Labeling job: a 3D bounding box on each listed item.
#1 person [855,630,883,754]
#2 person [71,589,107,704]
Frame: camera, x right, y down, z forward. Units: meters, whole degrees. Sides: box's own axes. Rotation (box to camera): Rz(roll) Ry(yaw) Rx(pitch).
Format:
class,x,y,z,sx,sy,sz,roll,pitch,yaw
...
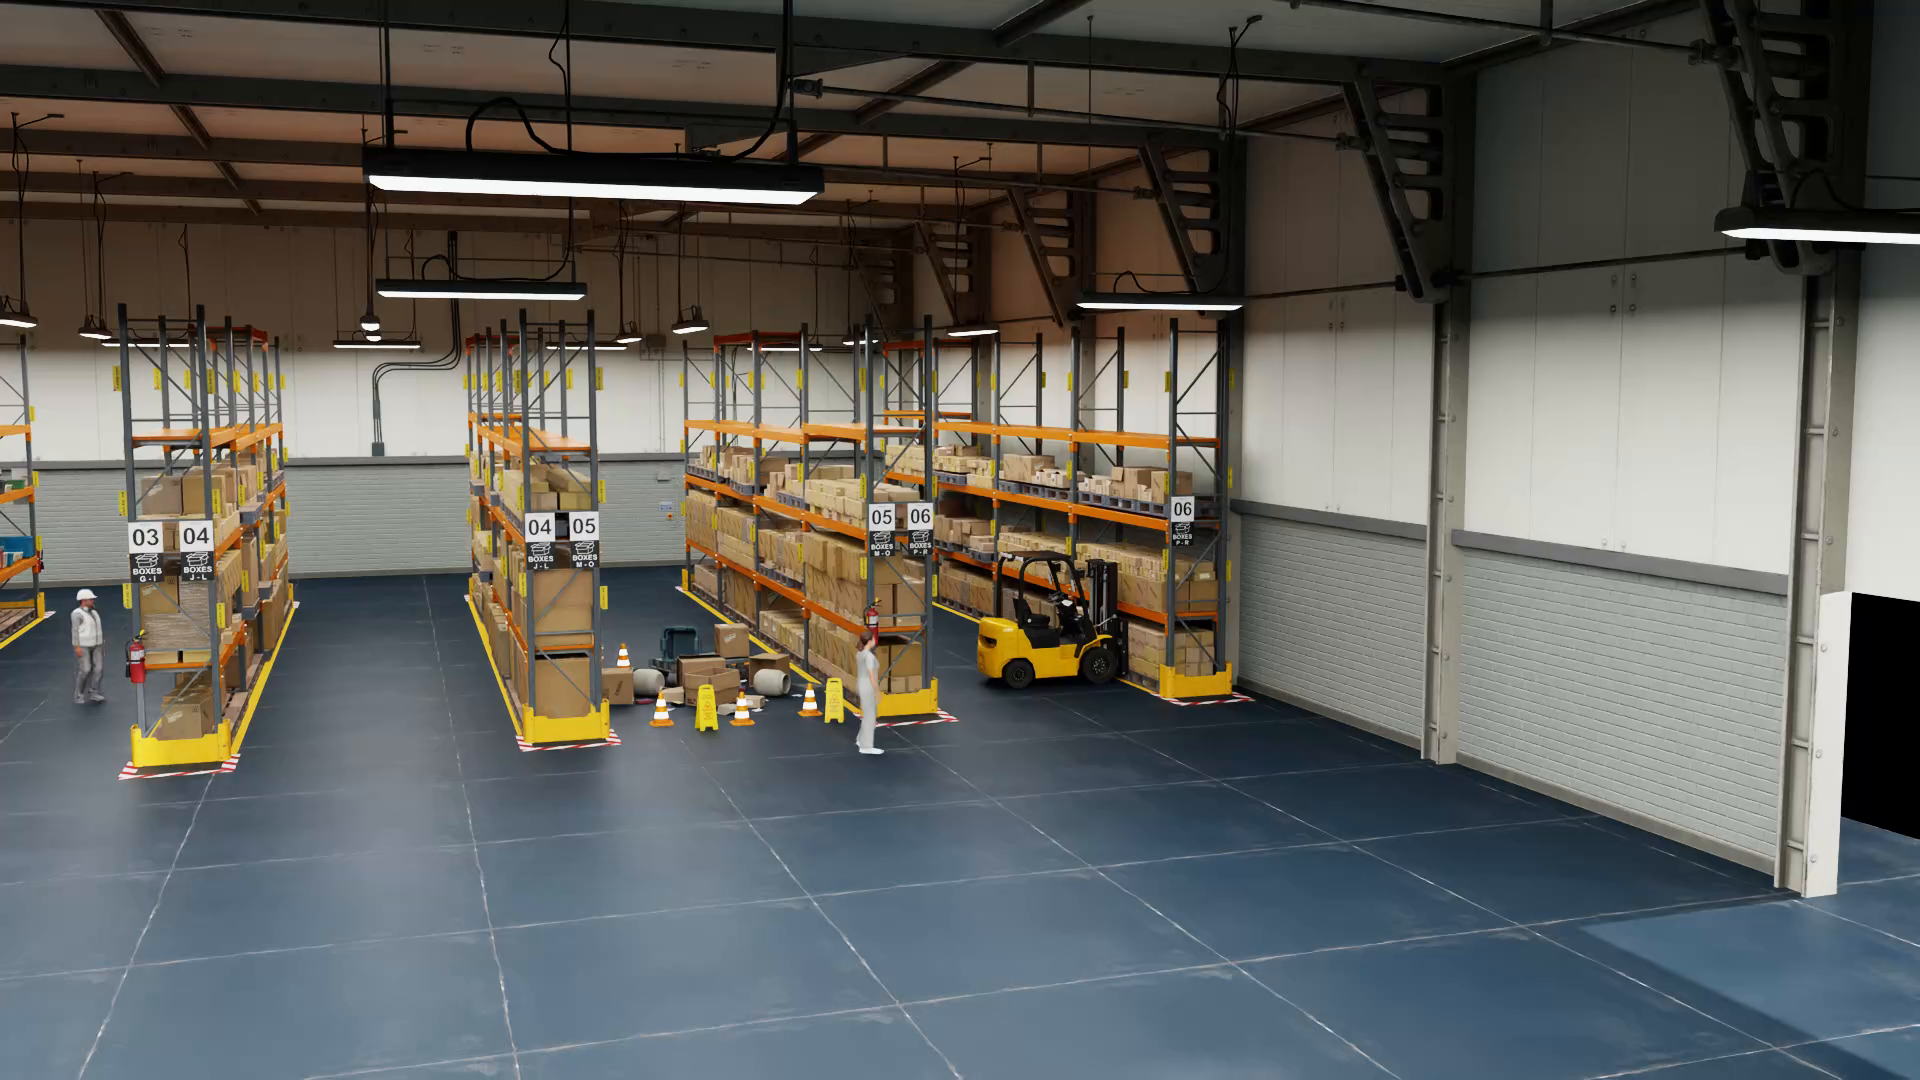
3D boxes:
class,x,y,z,sx,sy,sz,roll,pitch,yaw
person,-1.225,2.070,22.458,0.367,1.710,0.531,-2,6,-19
person,-13.680,1.696,26.137,0.407,1.858,0.579,2,6,20
